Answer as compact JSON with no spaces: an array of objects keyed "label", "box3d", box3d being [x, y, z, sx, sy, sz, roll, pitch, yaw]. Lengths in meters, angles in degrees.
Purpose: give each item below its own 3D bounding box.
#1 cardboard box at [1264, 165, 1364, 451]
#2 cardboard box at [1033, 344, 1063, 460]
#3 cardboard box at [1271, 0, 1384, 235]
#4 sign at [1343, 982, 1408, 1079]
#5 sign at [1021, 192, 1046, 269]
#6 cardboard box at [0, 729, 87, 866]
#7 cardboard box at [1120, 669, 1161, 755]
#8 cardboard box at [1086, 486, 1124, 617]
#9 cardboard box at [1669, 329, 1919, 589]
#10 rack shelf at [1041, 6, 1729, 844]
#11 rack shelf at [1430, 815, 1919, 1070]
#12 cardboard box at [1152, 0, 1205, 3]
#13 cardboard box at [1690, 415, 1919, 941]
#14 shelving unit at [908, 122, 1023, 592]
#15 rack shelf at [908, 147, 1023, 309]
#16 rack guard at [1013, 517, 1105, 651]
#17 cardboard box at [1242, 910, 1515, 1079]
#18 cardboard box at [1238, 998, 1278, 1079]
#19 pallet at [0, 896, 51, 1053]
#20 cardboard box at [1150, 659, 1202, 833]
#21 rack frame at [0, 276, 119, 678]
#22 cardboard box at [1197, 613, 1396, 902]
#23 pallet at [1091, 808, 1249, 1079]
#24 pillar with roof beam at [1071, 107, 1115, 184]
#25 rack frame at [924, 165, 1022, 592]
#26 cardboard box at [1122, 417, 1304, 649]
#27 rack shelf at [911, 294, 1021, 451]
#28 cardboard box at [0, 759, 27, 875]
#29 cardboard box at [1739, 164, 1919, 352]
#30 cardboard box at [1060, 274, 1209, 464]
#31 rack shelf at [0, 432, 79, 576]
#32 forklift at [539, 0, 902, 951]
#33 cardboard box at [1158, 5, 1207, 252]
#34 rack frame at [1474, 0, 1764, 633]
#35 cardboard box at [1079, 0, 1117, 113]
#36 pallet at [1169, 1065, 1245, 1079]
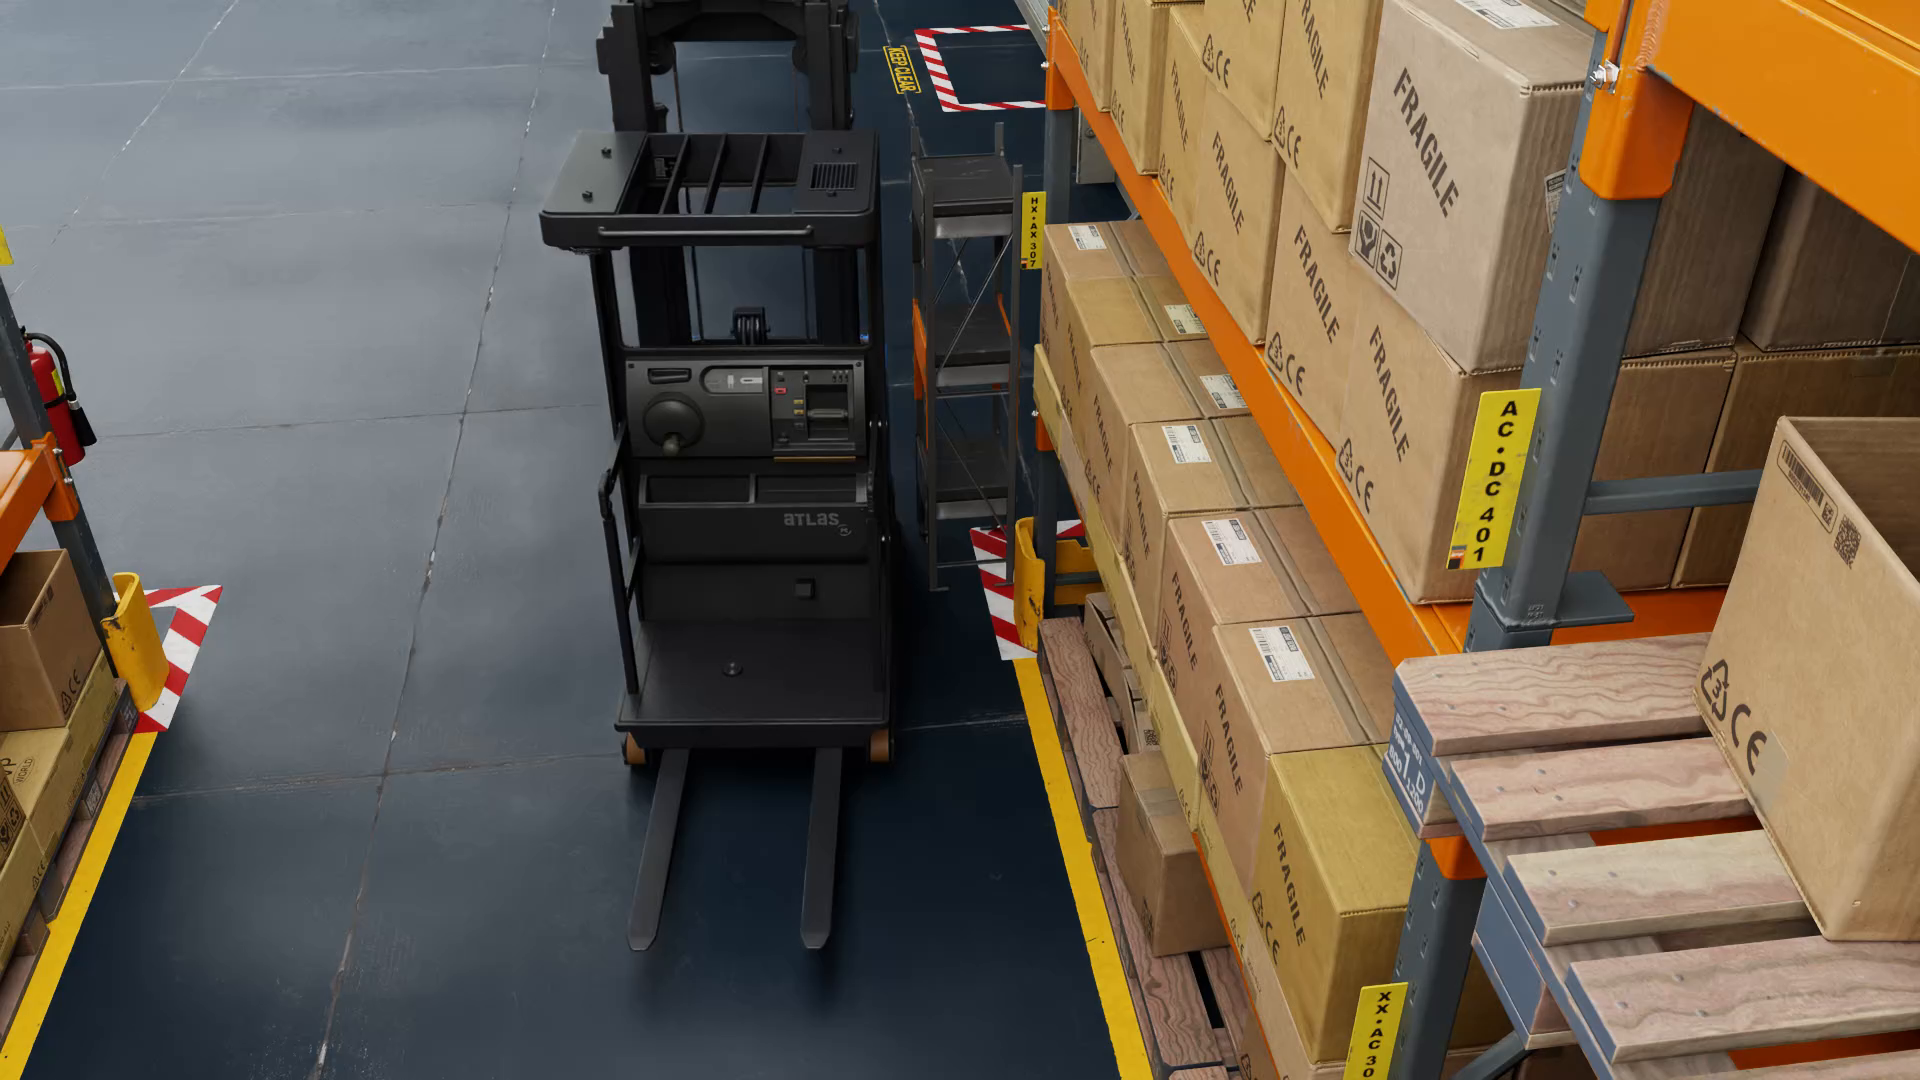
[{"label":"cardboard box","box3d":[1.003,-0.518,3.576,0.500,0.500,0.500,-7,35,-10]},{"label":"cardboard box","box3d":[0.584,-0.565,6.530,0.500,0.250,0.500,-5,35,-8]},{"label":"cardboard box","box3d":[0.950,-0.951,3.323,0.500,0.500,0.500,-3,34,-4]},{"label":"sign","box3d":[0.834,1.005,3.343,0.100,0.325,0.005,-4,35,-6]},{"label":"sign","box3d":[0.295,-1.231,6.624,0.100,0.325,0.005,-4,35,-6]},{"label":"cardboard box","box3d":[-3.631,0.980,6.217,0.500,0.250,0.500,-4,35,-6]},{"label":"cardboard box","box3d":[0.914,0.726,6.518,0.500,0.311,0.500,-2,34,-2]},{"label":"cardboard box","box3d":[0.731,0.009,5.689,0.500,0.250,0.500,-5,35,-7]},{"label":"cardboard box","box3d":[1.555,-0.264,3.204,0.500,0.500,0.500,-3,34,-5]},{"label":"rack shelf","box3d":[1.102,-0.741,4.649,1.077,0.370,4.000,-4,35,-6]},{"label":"rack shelf","box3d":[1.640,1.491,1.373,1.077,0.370,4.000,-4,35,-6]},{"label":"cardboard box","box3d":[0.742,-1.815,4.591,0.500,0.500,0.500,-3,34,-5]},{"label":"cardboard box","box3d":[1.365,0.174,2.205,0.500,0.500,0.500,0,34,0]},{"label":"shelving unit","box3d":[0.022,-0.775,7.523,0.431,2.100,0.503,-4,35,-6]},{"label":"rack shelf","box3d":[0.022,-1.343,7.137,0.431,0.518,0.480,-4,35,-6]},{"label":"rack guard","box3d":[0.843,0.161,7.570,1.175,0.500,0.348,-4,35,-6]},{"label":"cardboard box","box3d":[1.007,1.130,4.044,0.500,0.250,0.500,-4,35,-6]},{"label":"cardboard box","box3d":[1.192,1.592,5.079,0.500,0.500,0.500,-7,35,-10]},{"label":"pallet","box3d":[-3.770,1.718,5.542,1.003,0.211,1.213,-4,35,-6]},{"label":"cardboard box","box3d":[0.865,0.572,4.863,0.500,0.250,0.500,-5,35,-7]},{"label":"rack frame","box3d":[-4.075,-0.537,6.375,1.000,3.000,0.127,-4,35,-6]},{"label":"cardboard box","box3d":[0.928,0.543,4.239,0.500,0.500,0.500,-5,35,-7]},{"label":"pallet","box3d":[1.078,1.415,5.986,1.003,0.211,1.213,-4,35,-6]},{"label":"pillar with roof beam","box3d":[-3.288,-6.091,9.197,9.100,9.000,0.400,-4,35,-6]},{"label":"rack frame","box3d":[0.055,-0.639,7.323,0.400,2.100,0.015,-4,35,-6]},{"label":"cardboard box","box3d":[0.800,-0.029,5.079,0.500,0.500,0.500,-3,34,-5]},{"label":"rack shelf","box3d":[0.022,-0.764,7.531,0.431,0.518,0.480,-4,35,-6]},{"label":"cardboard box","box3d":[-3.559,0.949,5.597,0.500,0.500,0.500,-4,35,-6]},{"label":"cardboard box","box3d":[1.588,-0.680,2.926,0.500,0.500,0.500,-4,34,-5]},{"label":"cardboard box","box3d":[0.656,-0.605,5.924,0.500,0.500,0.500,-4,35,-6]},{"label":"rack shelf","box3d":[-3.806,0.876,4.940,1.077,0.370,4.000,-4,35,-6]},{"label":"forklift","box3d":[-0.830,-0.459,6.321,1.130,2.935,3.031,0,34,-1]},{"label":"cardboard box","box3d":[0.834,-1.109,4.444,0.500,0.500,0.500,-2,34,-3]},{"label":"rack frame","box3d":[1.371,-1.162,1.964,1.000,3.000,0.127,-4,35,-6]},{"label":"cardboard box","box3d":[0.667,-1.696,5.305,0.500,0.500,0.500,-2,34,-3]},{"label":"pallet","box3d":[1.246,2.098,4.984,1.003,0.211,1.213,-4,35,-6]}]
